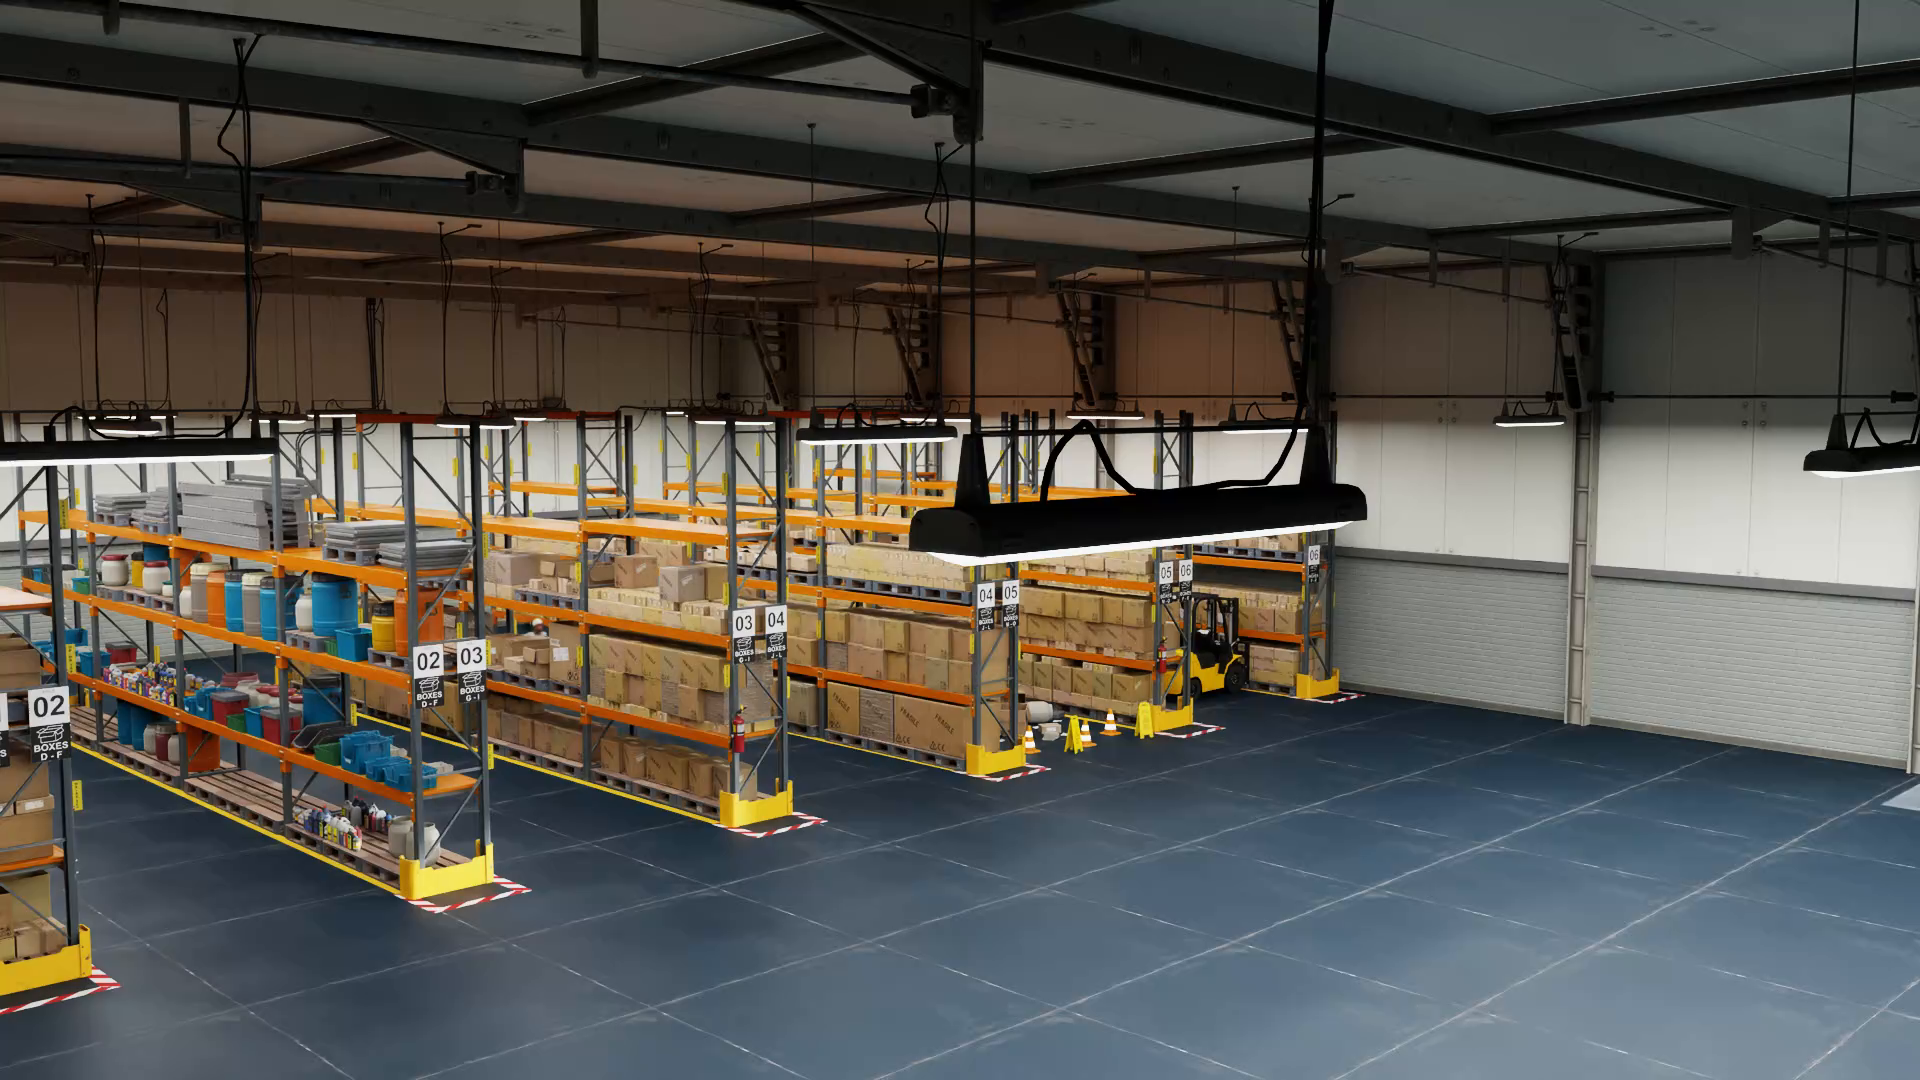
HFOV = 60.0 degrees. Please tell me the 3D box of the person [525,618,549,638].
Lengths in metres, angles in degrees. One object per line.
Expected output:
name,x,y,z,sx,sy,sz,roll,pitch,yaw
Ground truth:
person,-8.588,2.497,33.958,0.711,1.793,0.668,3,6,32
